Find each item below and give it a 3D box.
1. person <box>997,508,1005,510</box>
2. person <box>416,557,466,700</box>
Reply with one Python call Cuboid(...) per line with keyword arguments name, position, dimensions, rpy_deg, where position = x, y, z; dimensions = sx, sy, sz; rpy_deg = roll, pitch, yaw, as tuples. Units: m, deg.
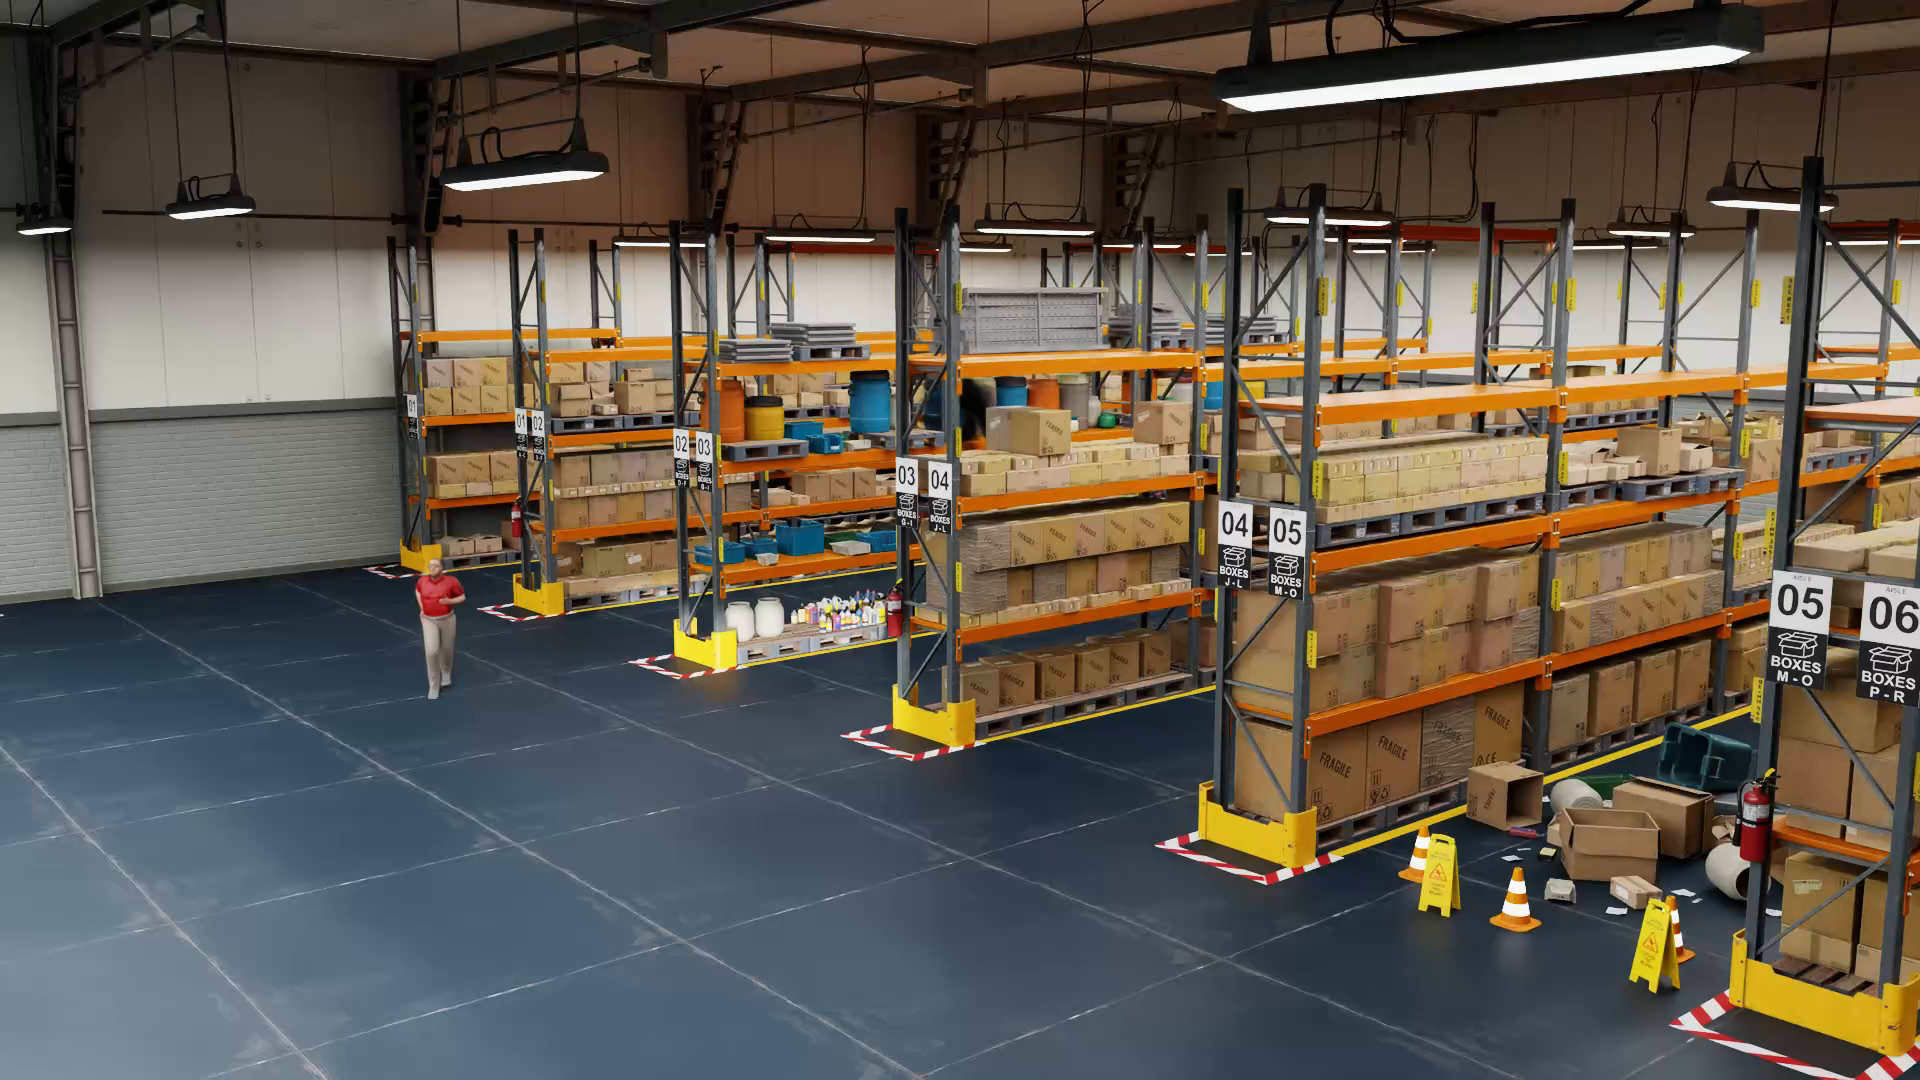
Cuboid(name="person", position=(0.668, -0.357, 28.872), dimensions=(0.884, 1.685, 0.570), rpy_deg=(-8, 12, -42))
Cuboid(name="person", position=(-6.581, 1.099, 21.115), dimensions=(0.629, 1.803, 0.794), rpy_deg=(-2, 9, -12))
